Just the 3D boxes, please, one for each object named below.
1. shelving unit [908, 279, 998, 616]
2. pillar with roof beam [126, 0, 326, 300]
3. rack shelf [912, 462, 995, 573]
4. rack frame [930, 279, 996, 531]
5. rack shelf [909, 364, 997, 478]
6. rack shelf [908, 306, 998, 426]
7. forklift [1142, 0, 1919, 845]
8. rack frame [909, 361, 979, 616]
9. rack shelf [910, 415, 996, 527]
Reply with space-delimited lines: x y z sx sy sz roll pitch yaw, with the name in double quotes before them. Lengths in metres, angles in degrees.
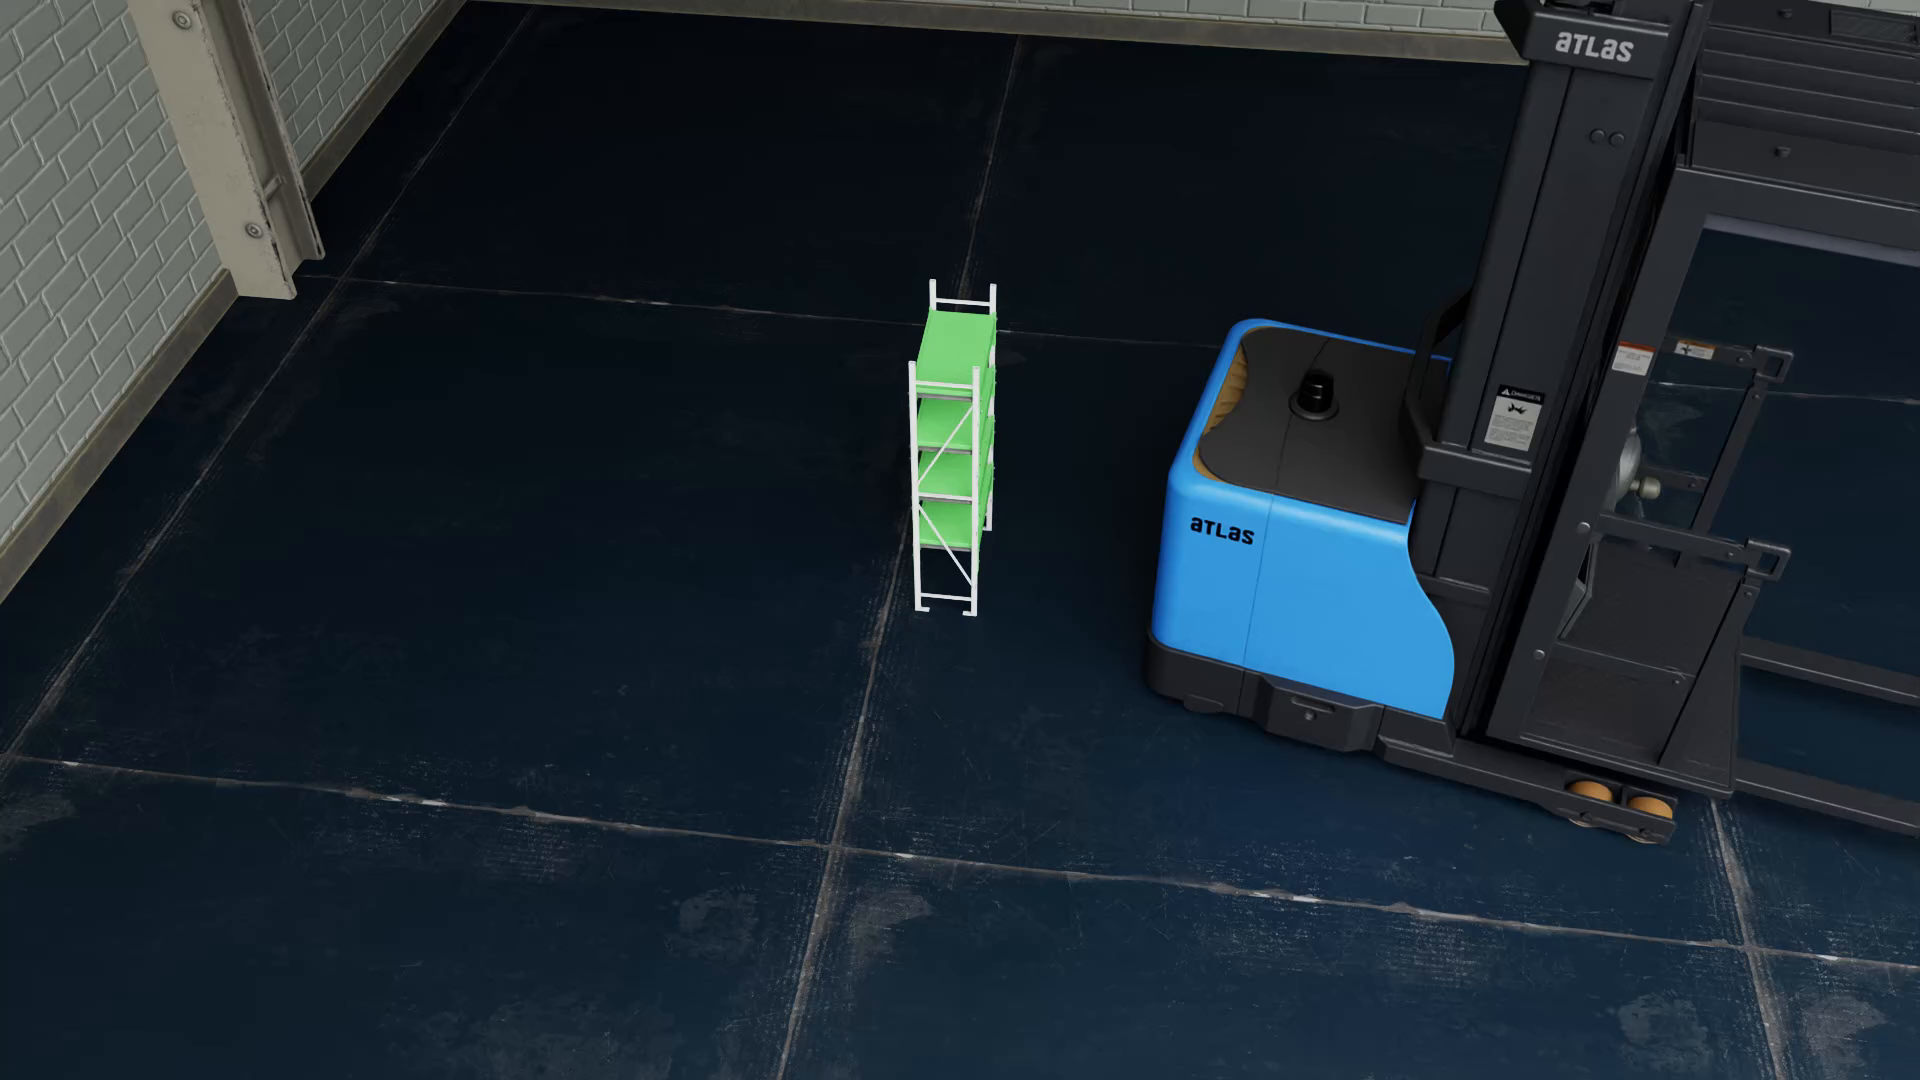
"shelving unit" -0.022 -0.323 6.218 0.258 1.200 0.503 5 44 6
"pillar with roof beam" 0.944 -4.177 4.616 9.100 9.000 0.400 5 44 6
"rack shelf" -0.022 -0.102 6.427 0.258 0.148 0.480 5 44 6
"rack frame" 0.010 -0.489 6.394 0.240 1.200 0.015 5 44 6
"rack shelf" -0.022 -0.451 6.097 0.258 0.148 0.480 5 44 6
"rack shelf" -0.022 -0.625 5.932 0.258 0.148 0.480 5 44 6
"forklift" 2.241 -0.447 5.091 3.031 2.935 1.130 14 45 15
"rack frame" -0.054 -0.157 6.043 0.240 1.200 0.015 5 44 6
"rack shelf" -0.022 -0.276 6.262 0.258 0.148 0.480 5 44 6
